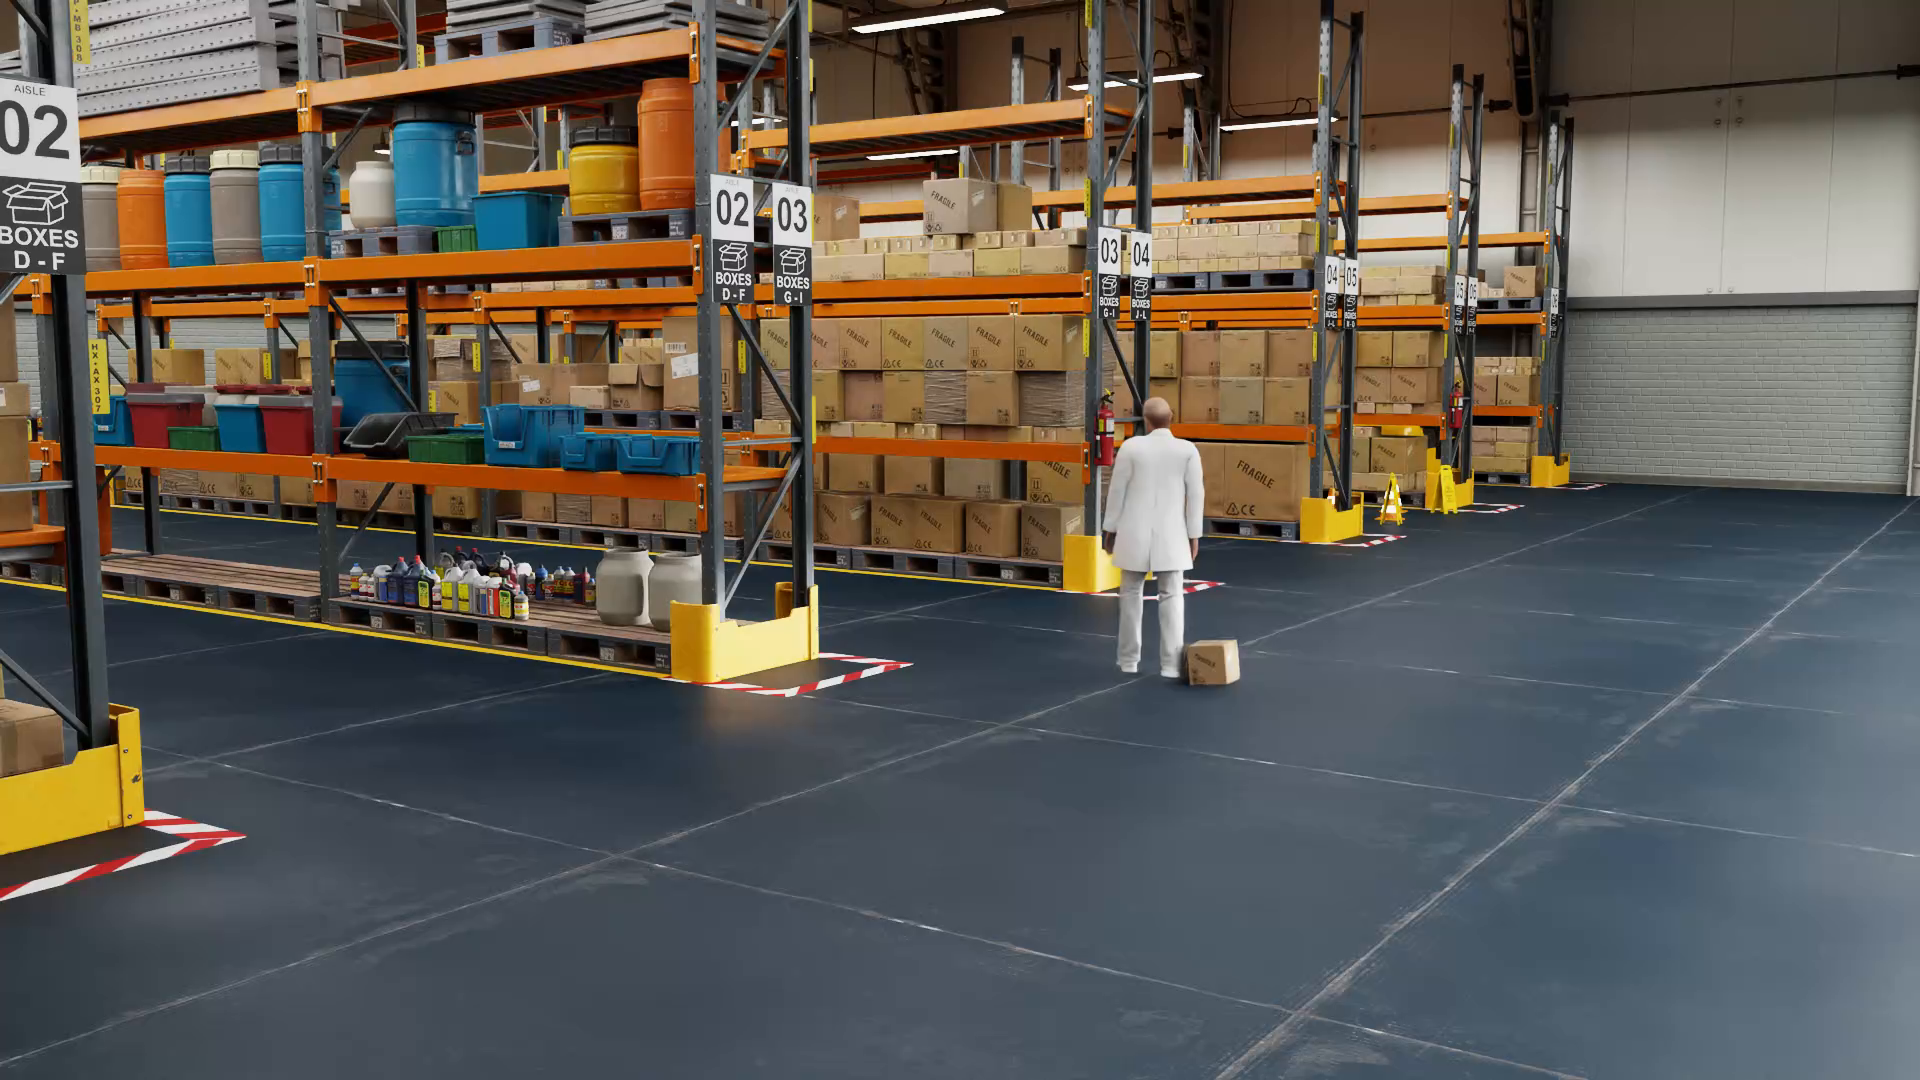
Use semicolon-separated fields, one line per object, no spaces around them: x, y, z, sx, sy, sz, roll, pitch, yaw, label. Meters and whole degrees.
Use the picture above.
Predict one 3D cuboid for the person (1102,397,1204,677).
1.243;-0.026;10.710;0.649;1.788;0.507;1;6;6;person
